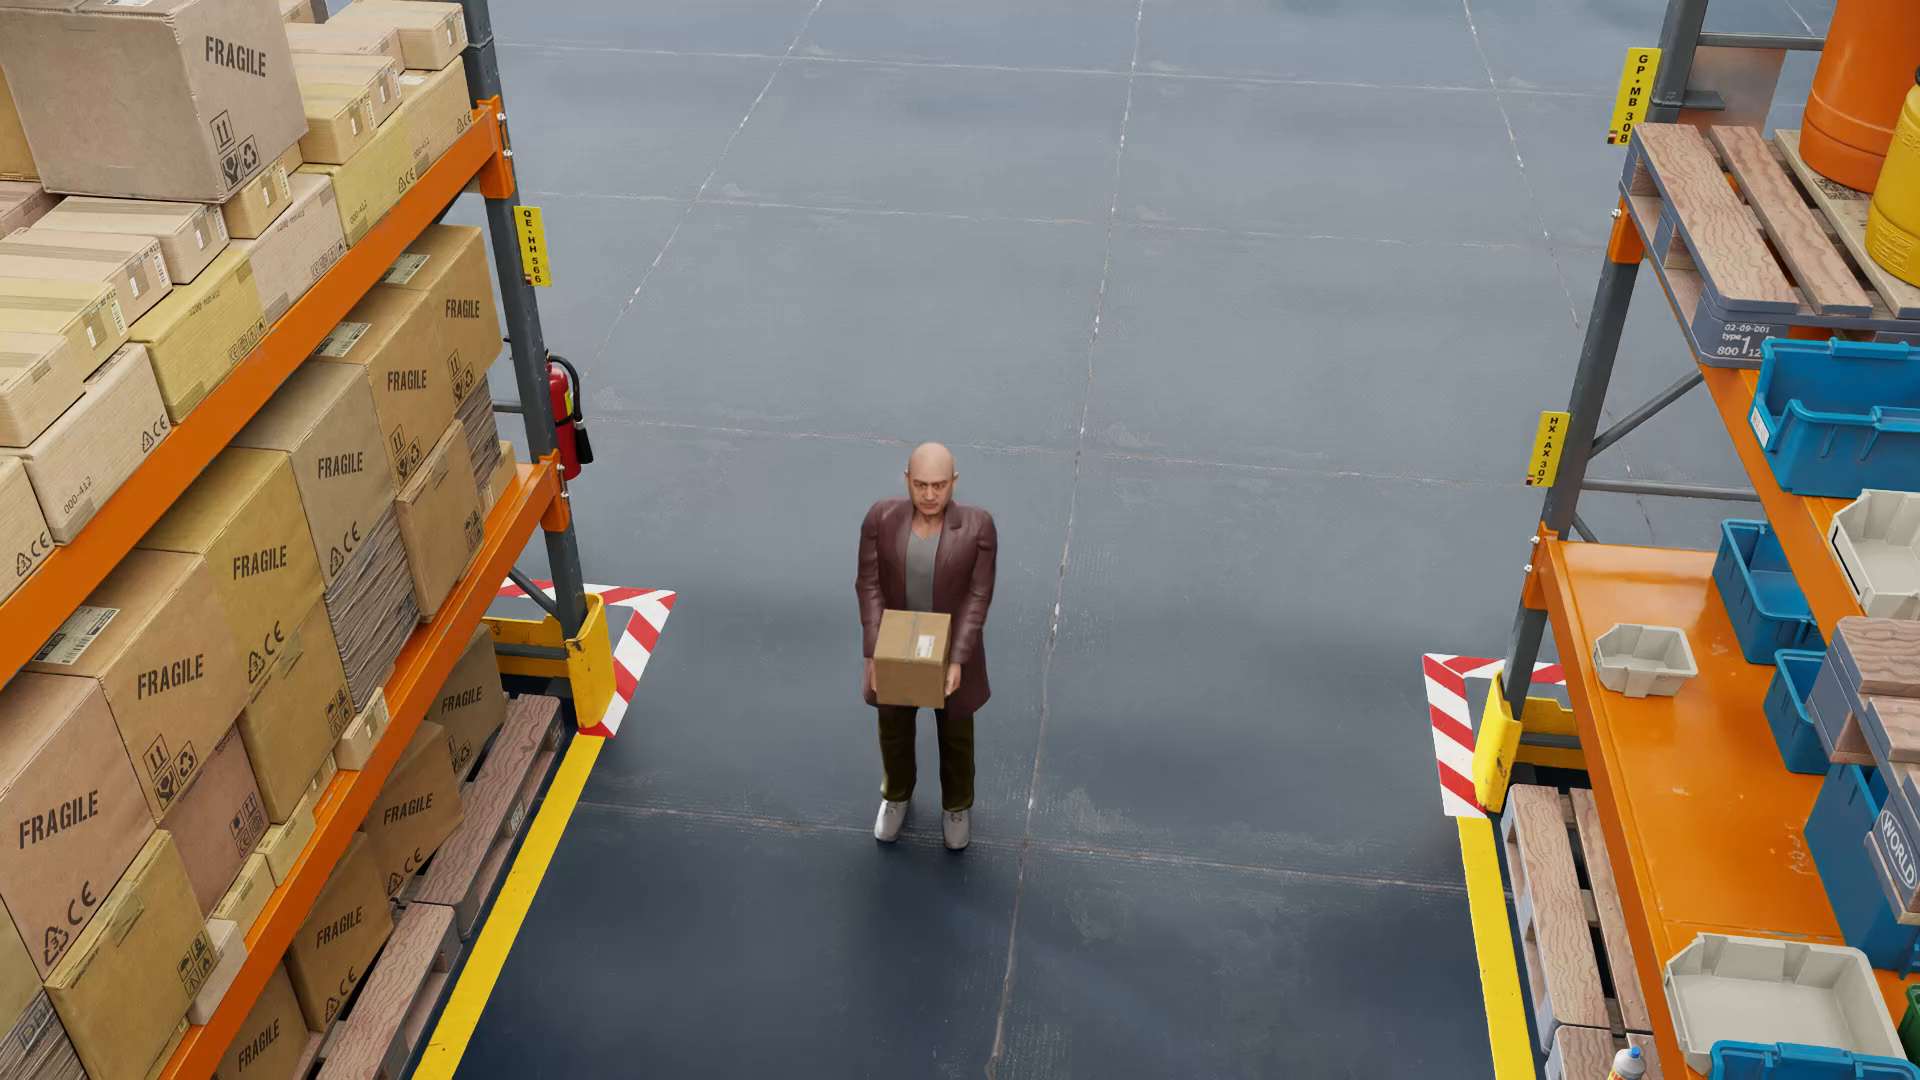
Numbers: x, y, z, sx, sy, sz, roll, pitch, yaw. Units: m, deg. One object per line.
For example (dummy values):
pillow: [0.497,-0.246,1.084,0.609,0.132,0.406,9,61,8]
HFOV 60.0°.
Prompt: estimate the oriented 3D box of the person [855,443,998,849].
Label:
person: [-0.140,0.480,6.385,0.533,1.774,0.554,4,36,6]
